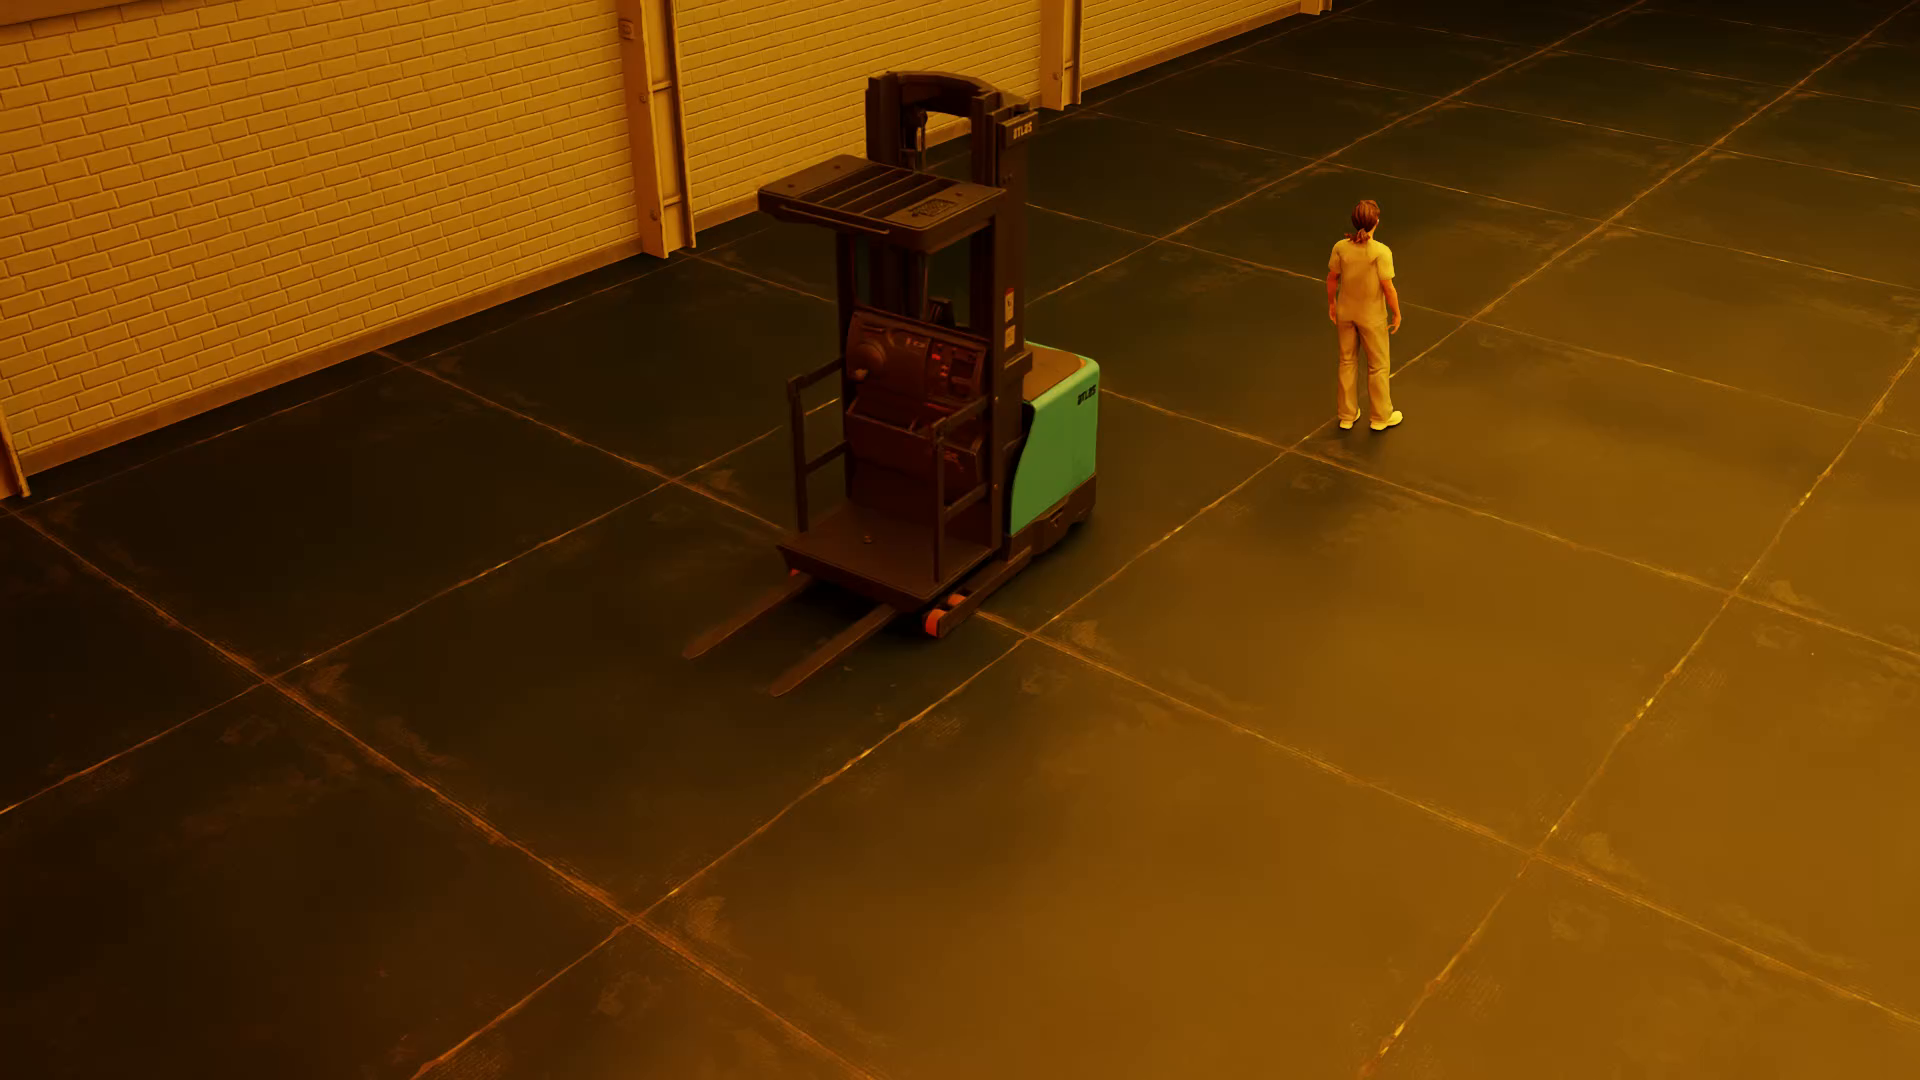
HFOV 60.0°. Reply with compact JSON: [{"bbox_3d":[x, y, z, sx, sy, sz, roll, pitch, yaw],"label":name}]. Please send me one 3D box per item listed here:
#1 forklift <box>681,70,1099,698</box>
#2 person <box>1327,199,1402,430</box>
[{"bbox_3d":[-0.374,-0.978,9.269,1.130,2.935,3.031,19,35,29],"label":"forklift"},{"bbox_3d":[2.812,-1.564,11.502,0.549,1.676,0.549,21,37,32],"label":"person"}]
